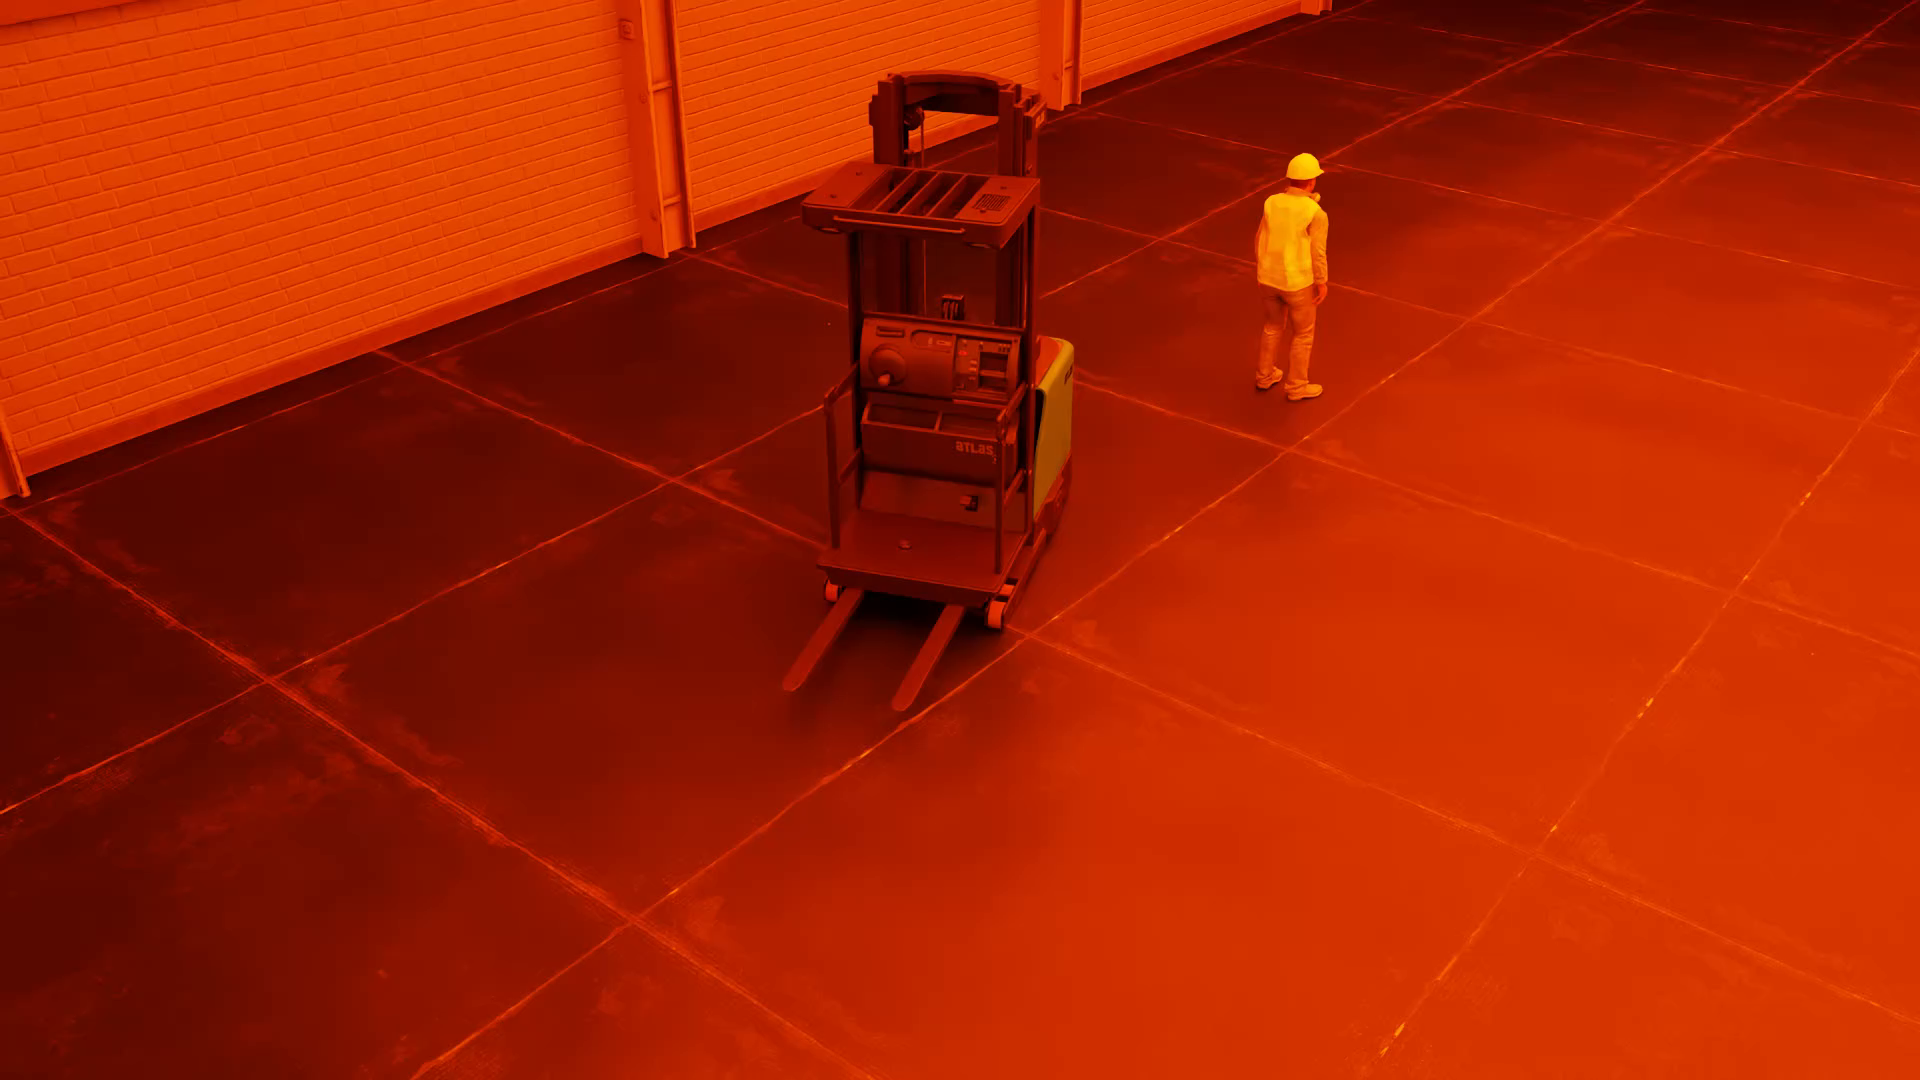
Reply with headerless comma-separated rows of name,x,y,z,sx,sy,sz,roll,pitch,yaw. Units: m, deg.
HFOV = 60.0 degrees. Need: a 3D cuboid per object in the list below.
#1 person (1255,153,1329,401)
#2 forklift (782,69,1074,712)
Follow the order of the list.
person,2.385,-1.896,11.992,0.465,1.770,0.590,-27,40,-38
forklift,-0.176,-0.972,9.258,1.130,2.935,3.031,9,31,14
